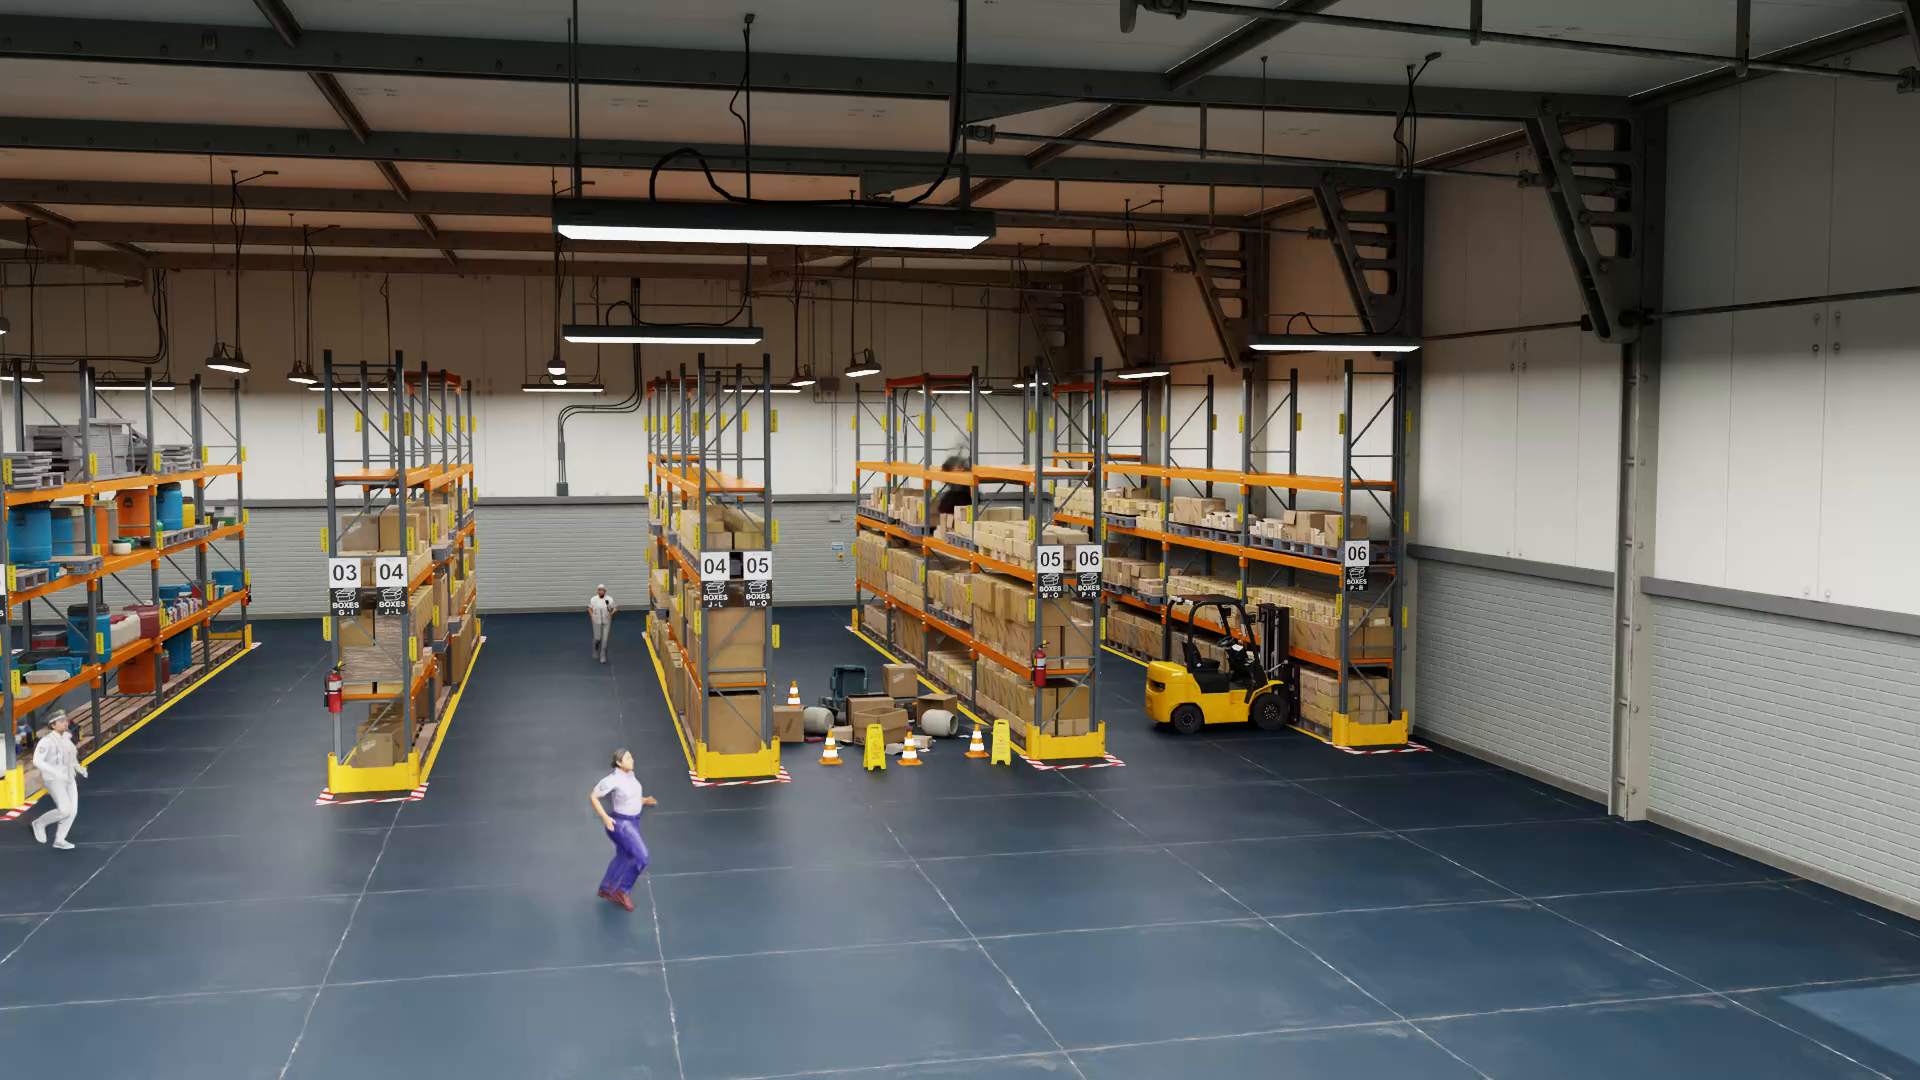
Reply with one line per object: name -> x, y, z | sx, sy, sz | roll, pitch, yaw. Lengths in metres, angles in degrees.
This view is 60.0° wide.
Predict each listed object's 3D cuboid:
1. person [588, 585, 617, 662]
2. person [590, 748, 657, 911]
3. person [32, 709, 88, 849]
person -> -7.528, 1.753, 35.037 | 0.591, 1.635, 0.554 | -1, 4, -11
person -> -3.462, 2.995, 17.229 | 0.682, 1.664, 0.578 | 1, 4, 10
person -> -10.635, 2.812, 19.601 | 0.543, 1.652, 0.602 | 1, 4, 11
